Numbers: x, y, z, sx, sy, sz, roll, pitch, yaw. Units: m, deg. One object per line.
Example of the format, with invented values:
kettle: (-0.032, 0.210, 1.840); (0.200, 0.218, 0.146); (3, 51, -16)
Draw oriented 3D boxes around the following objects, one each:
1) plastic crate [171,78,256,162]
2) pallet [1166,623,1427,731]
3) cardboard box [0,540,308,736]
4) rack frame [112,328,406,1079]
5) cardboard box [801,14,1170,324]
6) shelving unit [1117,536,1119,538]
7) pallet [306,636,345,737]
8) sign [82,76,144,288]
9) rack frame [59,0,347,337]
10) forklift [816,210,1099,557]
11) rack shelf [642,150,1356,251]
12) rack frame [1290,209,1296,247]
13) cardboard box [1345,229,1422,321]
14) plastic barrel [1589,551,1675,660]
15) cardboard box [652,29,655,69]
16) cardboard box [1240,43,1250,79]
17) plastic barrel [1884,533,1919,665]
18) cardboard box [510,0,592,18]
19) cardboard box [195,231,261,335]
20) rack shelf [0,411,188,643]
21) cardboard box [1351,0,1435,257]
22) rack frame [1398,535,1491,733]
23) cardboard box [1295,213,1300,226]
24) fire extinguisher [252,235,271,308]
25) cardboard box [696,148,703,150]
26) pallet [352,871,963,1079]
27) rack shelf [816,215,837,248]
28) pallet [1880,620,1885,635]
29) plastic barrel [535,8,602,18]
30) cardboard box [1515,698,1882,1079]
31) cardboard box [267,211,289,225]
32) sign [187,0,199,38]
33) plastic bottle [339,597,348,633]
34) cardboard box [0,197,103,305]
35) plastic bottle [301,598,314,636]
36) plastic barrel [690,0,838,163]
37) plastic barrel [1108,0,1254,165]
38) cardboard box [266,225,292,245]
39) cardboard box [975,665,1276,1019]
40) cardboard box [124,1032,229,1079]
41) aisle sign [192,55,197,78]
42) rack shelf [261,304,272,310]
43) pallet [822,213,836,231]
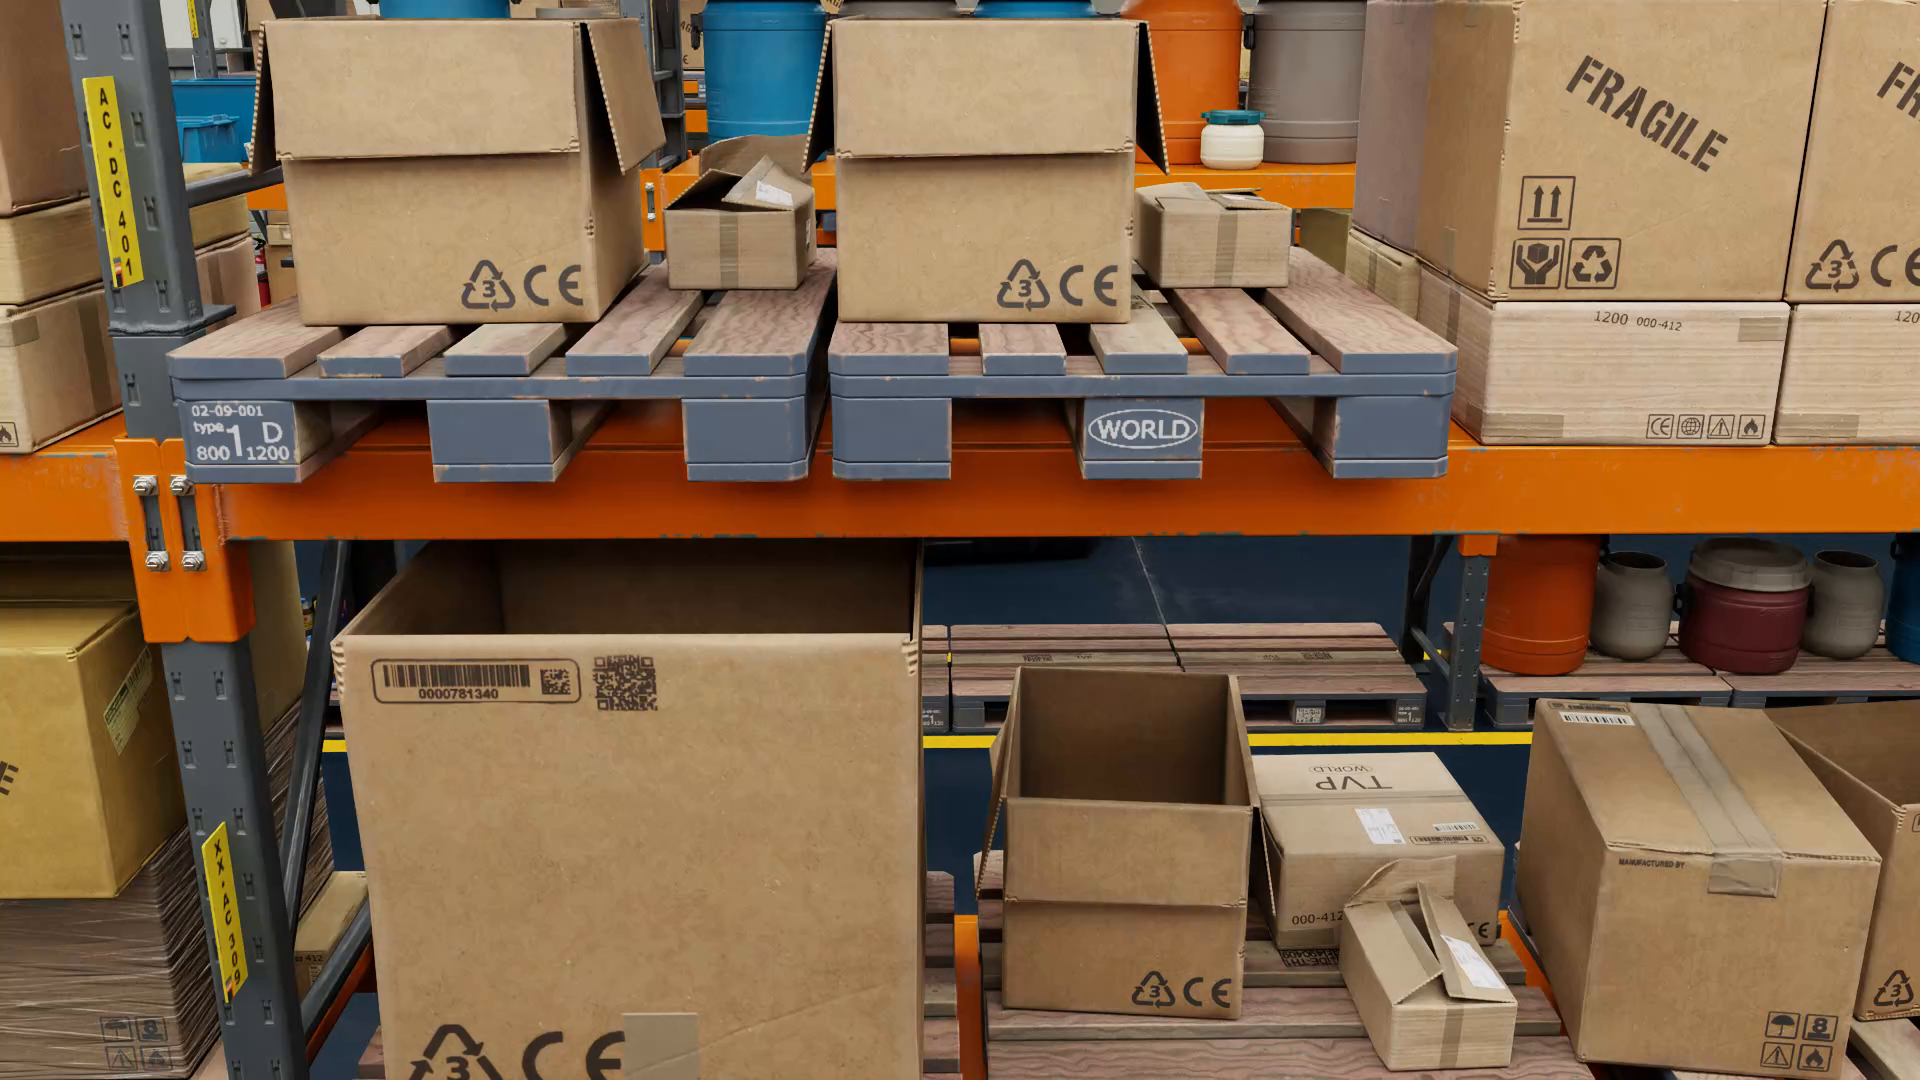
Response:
plastic crate: (-3.548, -2.081, 8.238); (0.575, 0.384, 0.392); (0, 18, -1)
pallet: (1.773, 0.722, 8.950); (1.213, 0.211, 1.003); (0, 18, -1)
cardboard box: (-1.827, 0.194, 3.745); (0.500, 0.500, 0.500); (0, 18, -1)
rack frame: (-1.373, 0.935, 3.723); (0.127, 3.000, 1.000); (0, 18, -1)
cardboard box: (0.041, -0.720, 3.113); (0.637, 0.503, 0.797); (0, 18, 1)
shelving unit: (0.989, -0.472, 11.544); (0.210, 0.900, 0.258); (-2, 18, -7)
pallet: (-3.346, 0.747, 8.873); (1.213, 0.211, 1.003); (0, 18, -1)
sign: (-1.356, -0.574, 2.669); (0.005, 0.325, 0.100); (0, 18, -1)
rack frame: (-1.373, -1.922, 2.807); (0.127, 3.000, 1.000); (0, 18, -1)
forklift: (-0.621, -1.370, 11.019); (3.031, 2.935, 1.130); (-2, 18, -7)
rack shelf: (0.549, -1.673, 8.120); (4.000, 0.370, 1.077); (0, 18, -1)
rack frame: (2.474, -2.110, 13.215); (0.127, 3.000, 1.000); (0, 18, -1)
cardboard box: (1.126, -0.509, 3.559); (0.500, 0.250, 0.500); (0, 18, 0)
plastic barrel: (3.601, 0.350, 8.932); (0.421, 0.512, 0.421); (0, 18, 0)
cardboard box: (-3.168, -4.998, 17.112); (0.500, 0.500, 0.500); (-1, 18, -3)
cardboard box: (2.021, -3.648, 12.655); (0.500, 0.250, 0.500); (-2, 18, -5)
plastic barrel: (5.296, 0.183, 8.813); (0.708, 0.901, 0.600); (0, 18, -1)
cardboard box: (-3.174, -3.866, 12.691); (0.637, 0.503, 0.797); (2, 18, 5)
cardboard box: (-1.827, -0.498, 3.525); (0.500, 0.250, 0.500); (-1, 18, -3)
rack shelf: (-3.372, -0.141, 3.345); (4.000, 0.370, 1.077); (0, 18, -1)
cardboard box: (1.143, -0.869, 3.453); (0.500, 0.500, 0.500); (-1, 18, -2)
rack frame: (2.549, -0.597, 8.499); (0.127, 3.000, 1.000); (0, 18, -1)
cardboard box: (3.494, -3.457, 17.791); (0.250, 0.149, 0.380); (0, 18, -1)
fire extinguisher: (-5.650, -2.176, 13.547); (0.183, 0.674, 0.296); (0, 18, -1)
cardboard box: (-2.598, -3.959, 17.964); (0.500, 0.500, 0.500); (0, 18, -1)
pallet: (-0.606, 1.067, 3.625); (1.213, 0.211, 1.003); (0, 18, -1)
rack shelf: (0.392, -3.271, 18.011); (4.000, 0.370, 1.077); (0, 18, -1)
pallet: (5.776, 0.702, 9.013); (1.213, 0.211, 1.003); (0, 18, -1)
plastic barrel: (-1.885, -2.317, 8.080); (0.421, 0.512, 0.421); (0, 18, 0)
cardboard box: (1.531, 0.716, 3.554); (0.500, 0.500, 0.700); (2, 18, 7)
cardboard box: (-5.005, -2.736, 12.877); (0.500, 0.500, 0.700); (0, 18, -1)
sign: (-5.522, -3.784, 11.962); (0.005, 0.325, 0.100); (0, 18, -1)
plastic bottle: (-3.366, 0.422, 9.048); (0.133, 0.283, 0.061); (0, 18, -1)
cardboard box: (-1.693, -0.522, 2.947); (0.250, 0.149, 0.380); (0, 18, 1)
plastic bottle: (-3.621, 0.422, 9.184); (0.097, 0.201, 0.097); (0, 18, 0)
plastic barrel: (-0.946, -2.314, 8.118); (0.708, 0.901, 0.600); (0, 18, -1)
plastic barrel: (1.070, -2.289, 8.159); (0.708, 0.830, 0.600); (0, 18, -1)
cardboard box: (-5.129, -2.364, 12.781); (0.250, 0.149, 0.380); (0, 18, -1)
cardboard box: (0.359, 0.649, 3.757); (0.637, 0.503, 0.797); (2, 18, 5)
cardboard box: (-1.583, 1.145, 3.478); (0.250, 0.149, 0.380); (0, 18, -1)
aisle sign: (-5.586, -3.216, 12.405); (0.004, 0.787, 0.394); (0, 18, -1)
rack shelf: (-3.525, -1.739, 13.235); (4.000, 0.370, 1.077); (0, 18, -1)
pallet: (-0.841, -3.472, 17.773); (1.213, 0.211, 1.003); (0, 18, -1)
